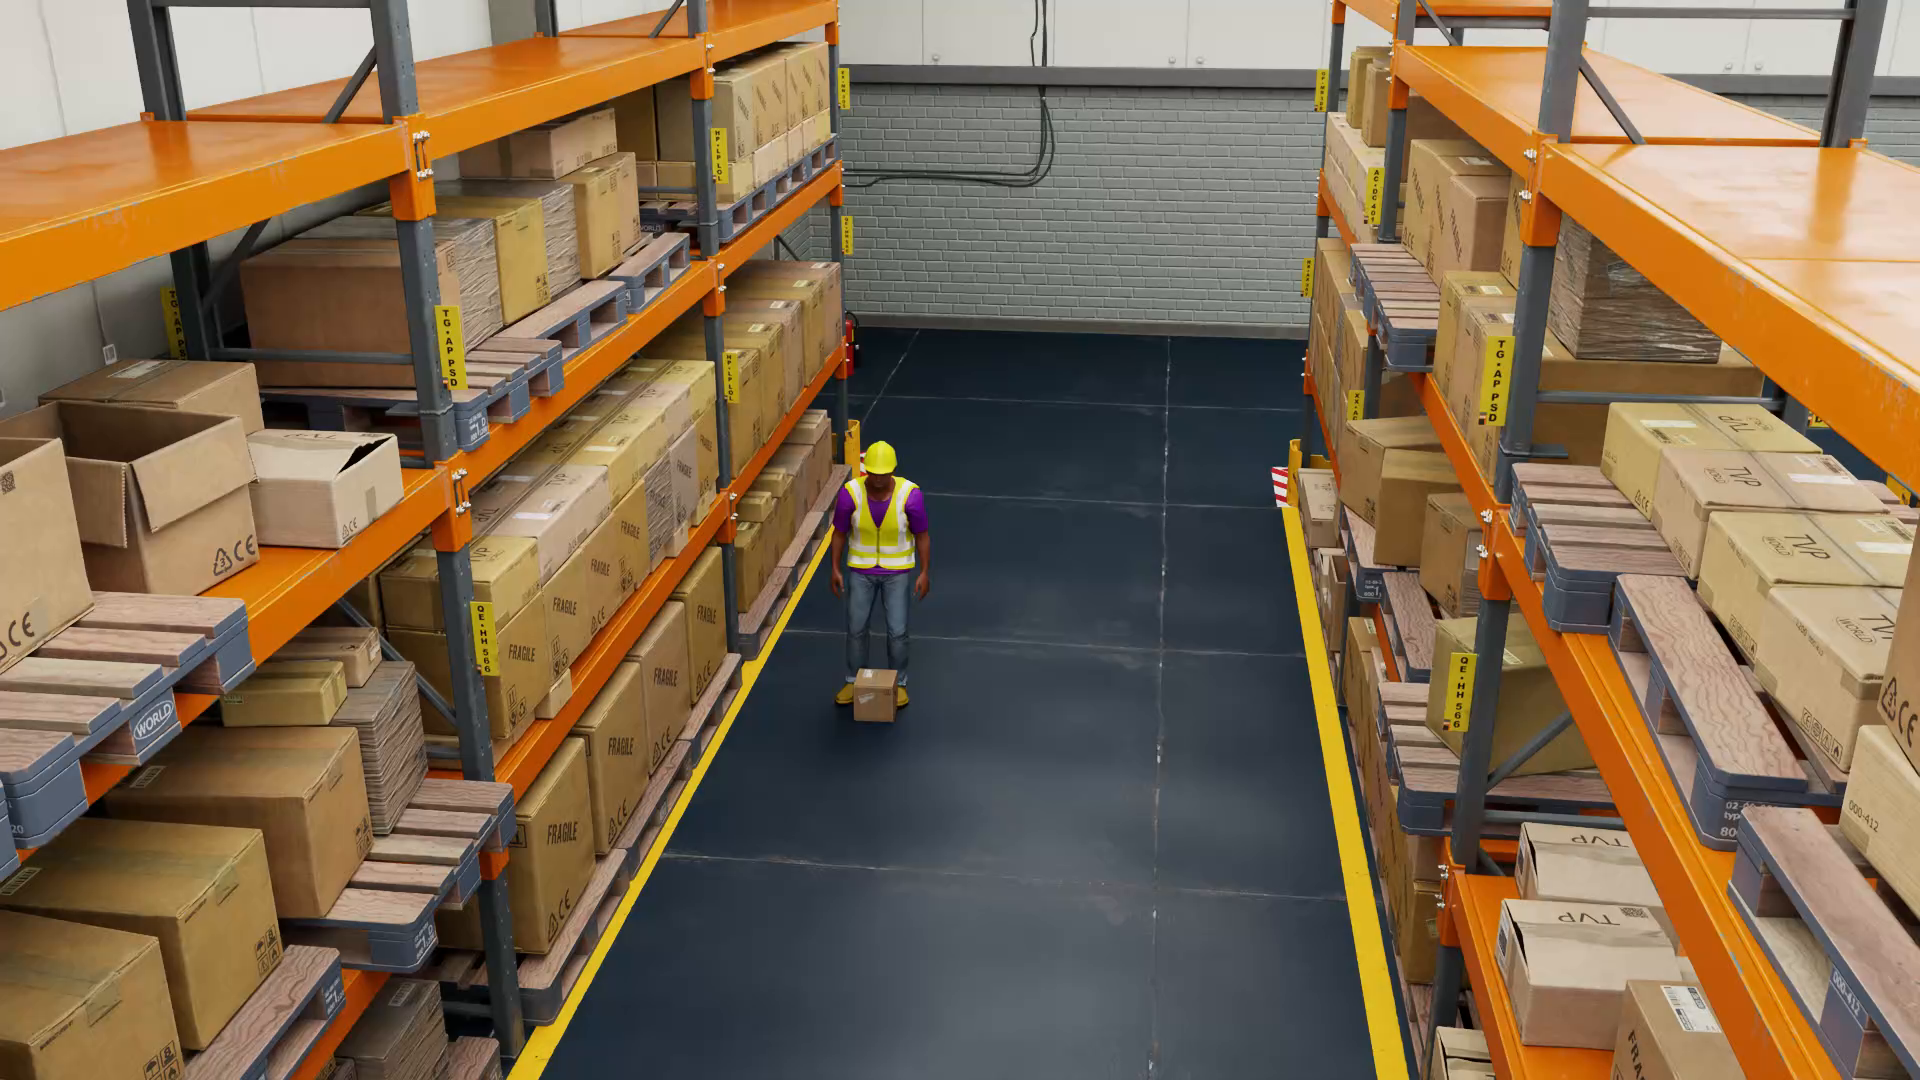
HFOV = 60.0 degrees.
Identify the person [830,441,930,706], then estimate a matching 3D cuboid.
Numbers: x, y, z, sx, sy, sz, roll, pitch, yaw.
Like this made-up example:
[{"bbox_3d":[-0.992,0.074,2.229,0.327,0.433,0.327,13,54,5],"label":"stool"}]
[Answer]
[{"bbox_3d":[-0.506,0.205,10.524,0.636,1.761,0.454,2,21,4],"label":"person"}]
